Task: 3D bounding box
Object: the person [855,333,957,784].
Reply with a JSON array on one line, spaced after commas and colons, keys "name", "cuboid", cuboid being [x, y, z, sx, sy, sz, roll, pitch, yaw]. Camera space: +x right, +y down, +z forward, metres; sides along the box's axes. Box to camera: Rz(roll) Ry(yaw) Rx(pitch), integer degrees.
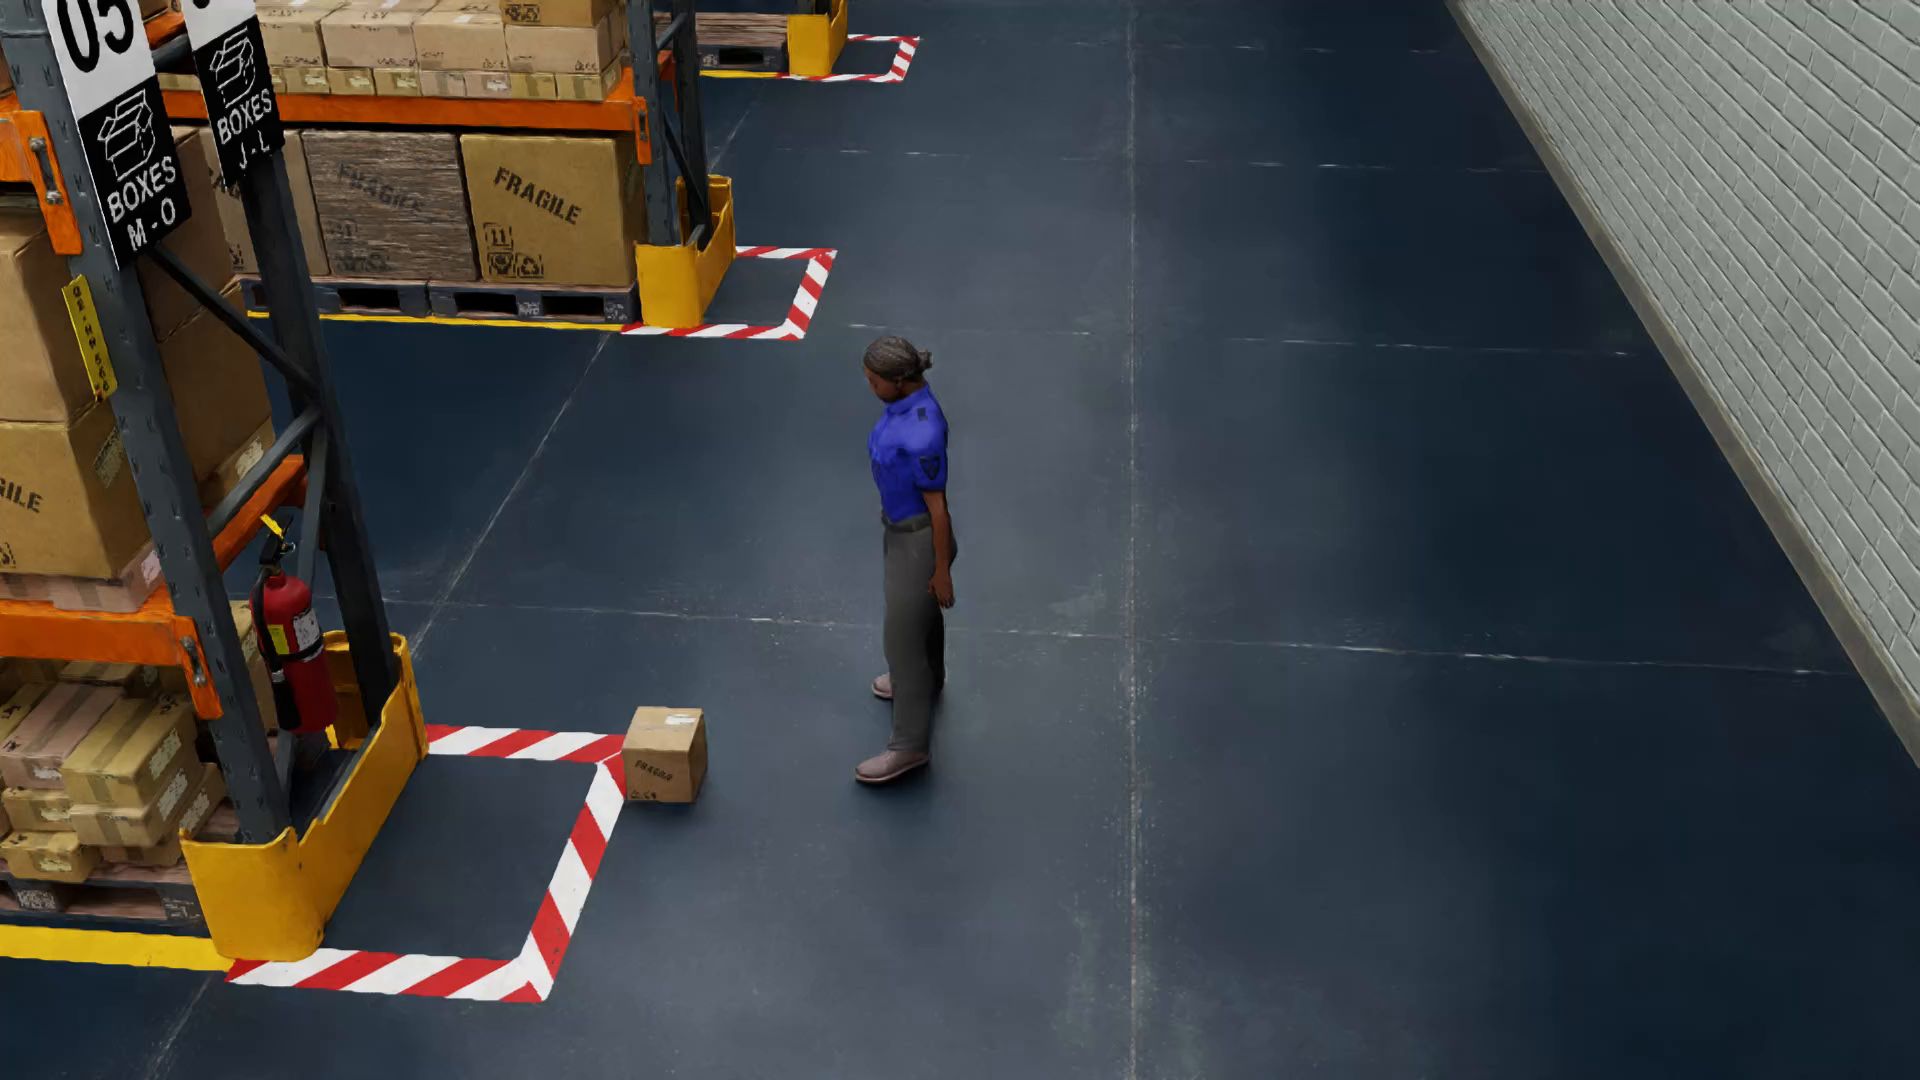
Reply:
[{"name": "person", "cuboid": [-0.224, 0.044, 6.045, 0.426, 1.647, 0.649, -5, 32, -8]}]
